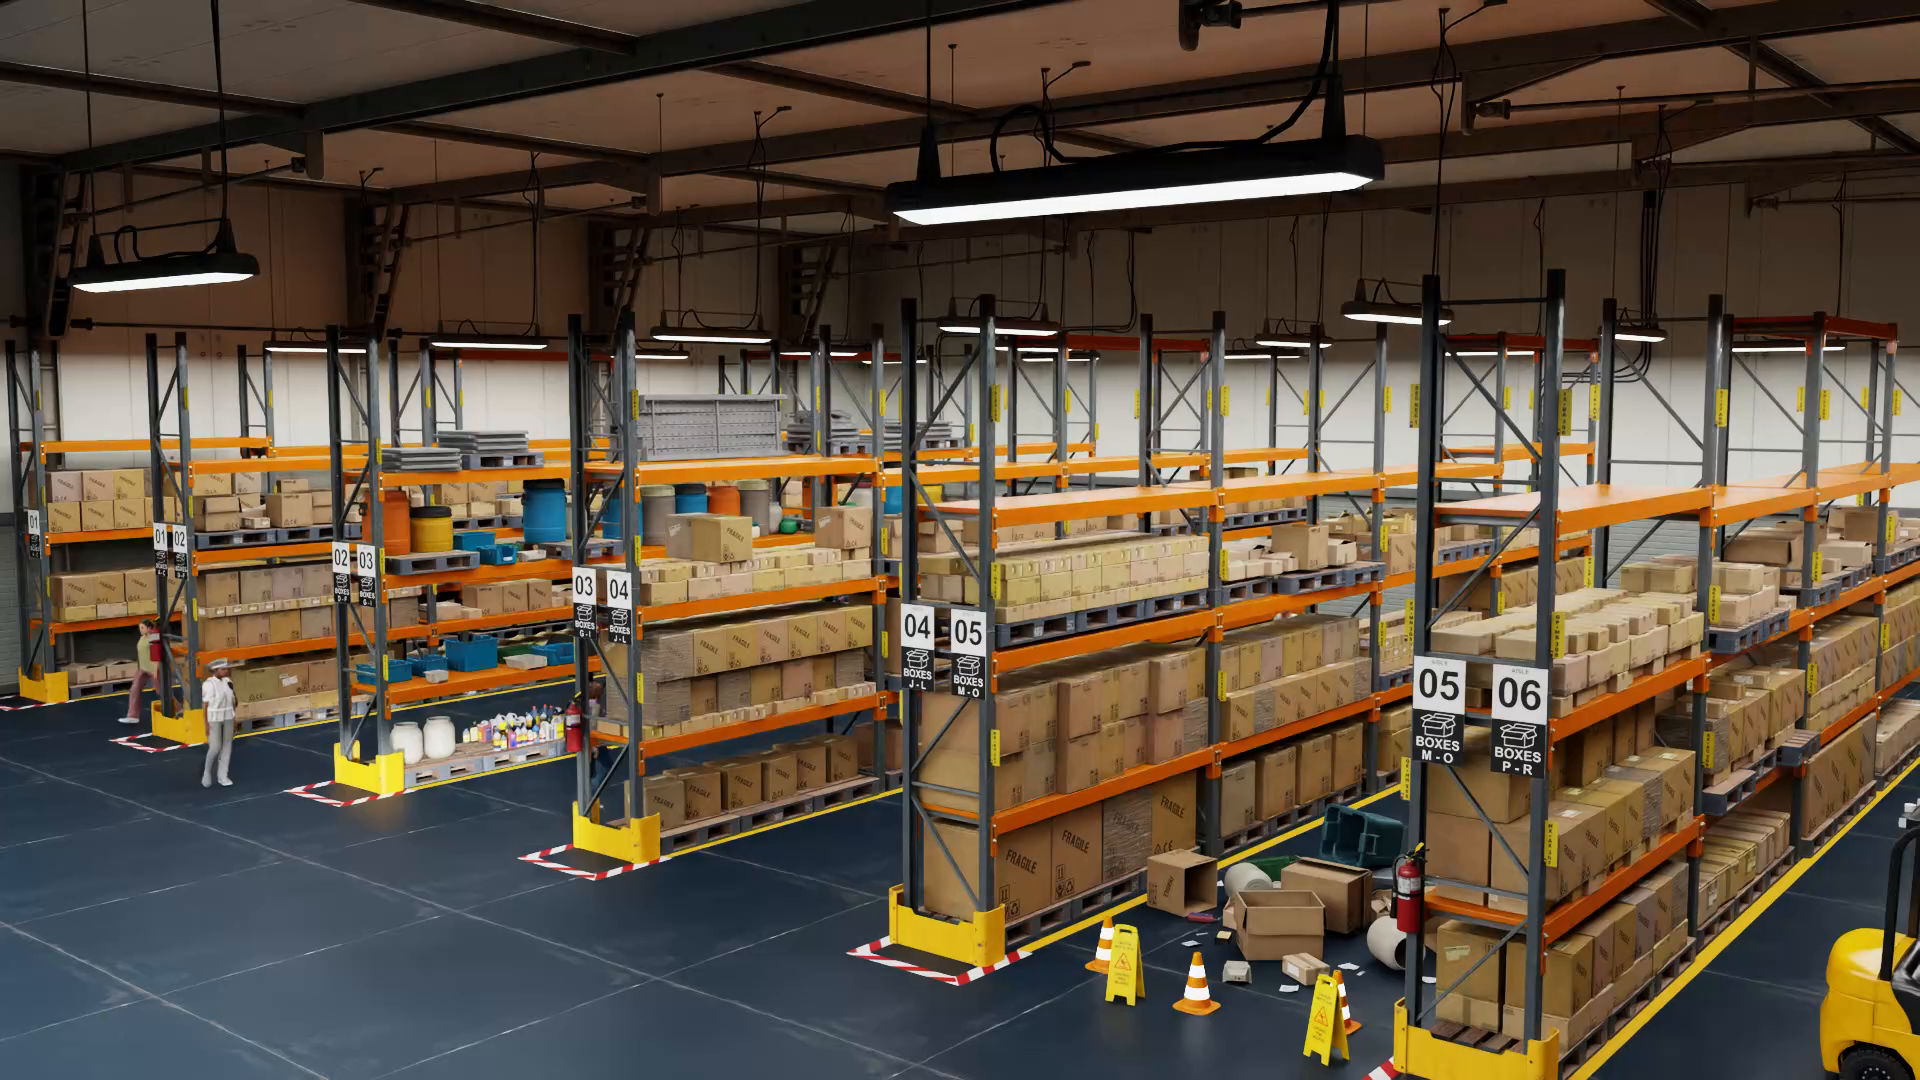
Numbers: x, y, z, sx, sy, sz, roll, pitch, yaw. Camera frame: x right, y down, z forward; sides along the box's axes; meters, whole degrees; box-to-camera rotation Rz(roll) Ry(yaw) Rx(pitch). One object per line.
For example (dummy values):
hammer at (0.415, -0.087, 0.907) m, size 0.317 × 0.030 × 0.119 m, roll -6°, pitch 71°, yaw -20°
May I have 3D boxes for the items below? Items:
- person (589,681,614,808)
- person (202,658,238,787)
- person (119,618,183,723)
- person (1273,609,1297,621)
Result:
person at (-4.513, 2.528, 20.415) m, size 0.442 × 1.586 × 0.455 m, roll -5°, pitch 7°, yaw -43°
person at (-9.646, 2.364, 21.658) m, size 0.428 × 1.685 × 0.473 m, roll 3°, pitch 6°, yaw 34°
person at (-12.634, 2.019, 25.945) m, size 0.458 × 1.642 × 0.896 m, roll 2°, pitch 6°, yaw 23°
person at (5.347, 1.803, 27.528) m, size 0.590 × 1.725 × 1.067 m, roll 4°, pitch 7°, yaw 41°
